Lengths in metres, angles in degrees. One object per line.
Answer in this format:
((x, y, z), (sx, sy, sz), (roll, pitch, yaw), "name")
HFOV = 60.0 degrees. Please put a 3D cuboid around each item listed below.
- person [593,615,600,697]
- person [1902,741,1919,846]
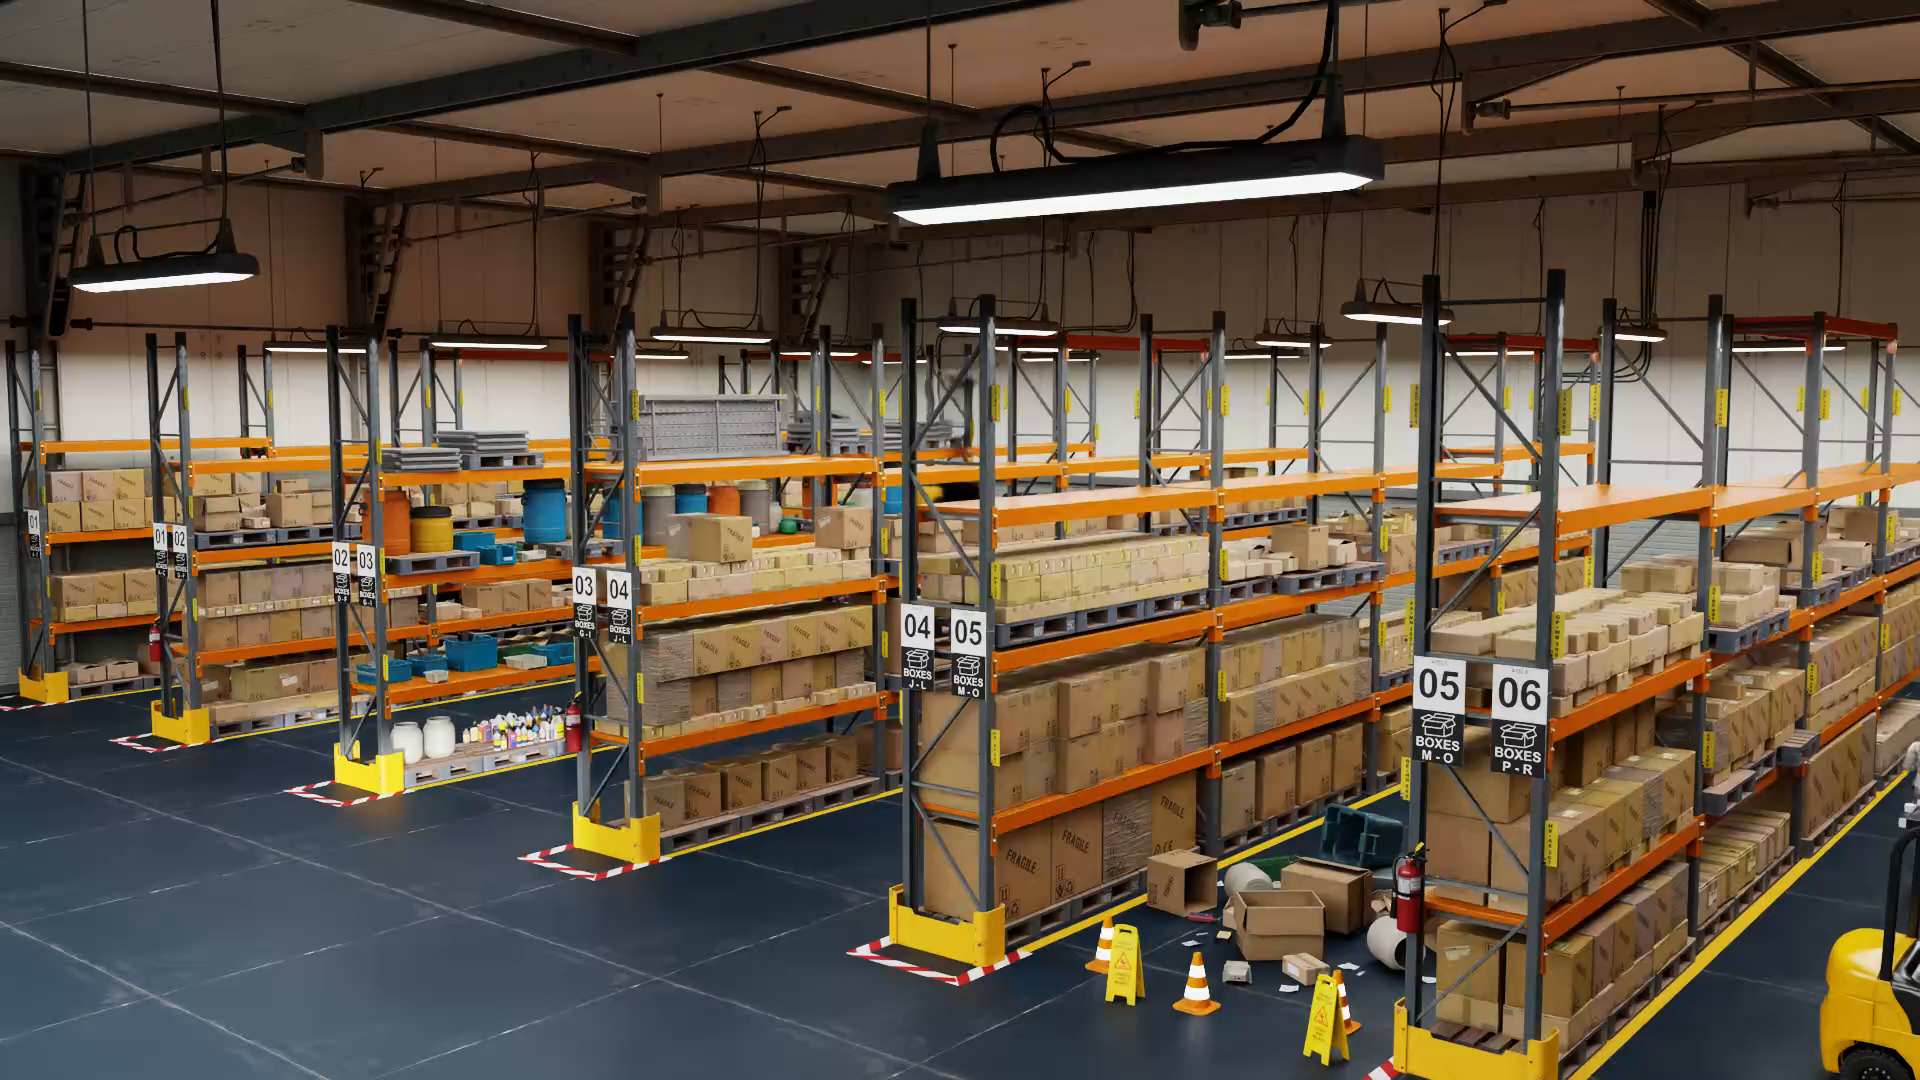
((-5.959, 1.918, 27.672), (0.752, 1.633, 1.056), (3, 6, 29), "person")
((10.313, 2.717, 17.651), (0.591, 1.720, 0.870), (3, 6, 32), "person")
